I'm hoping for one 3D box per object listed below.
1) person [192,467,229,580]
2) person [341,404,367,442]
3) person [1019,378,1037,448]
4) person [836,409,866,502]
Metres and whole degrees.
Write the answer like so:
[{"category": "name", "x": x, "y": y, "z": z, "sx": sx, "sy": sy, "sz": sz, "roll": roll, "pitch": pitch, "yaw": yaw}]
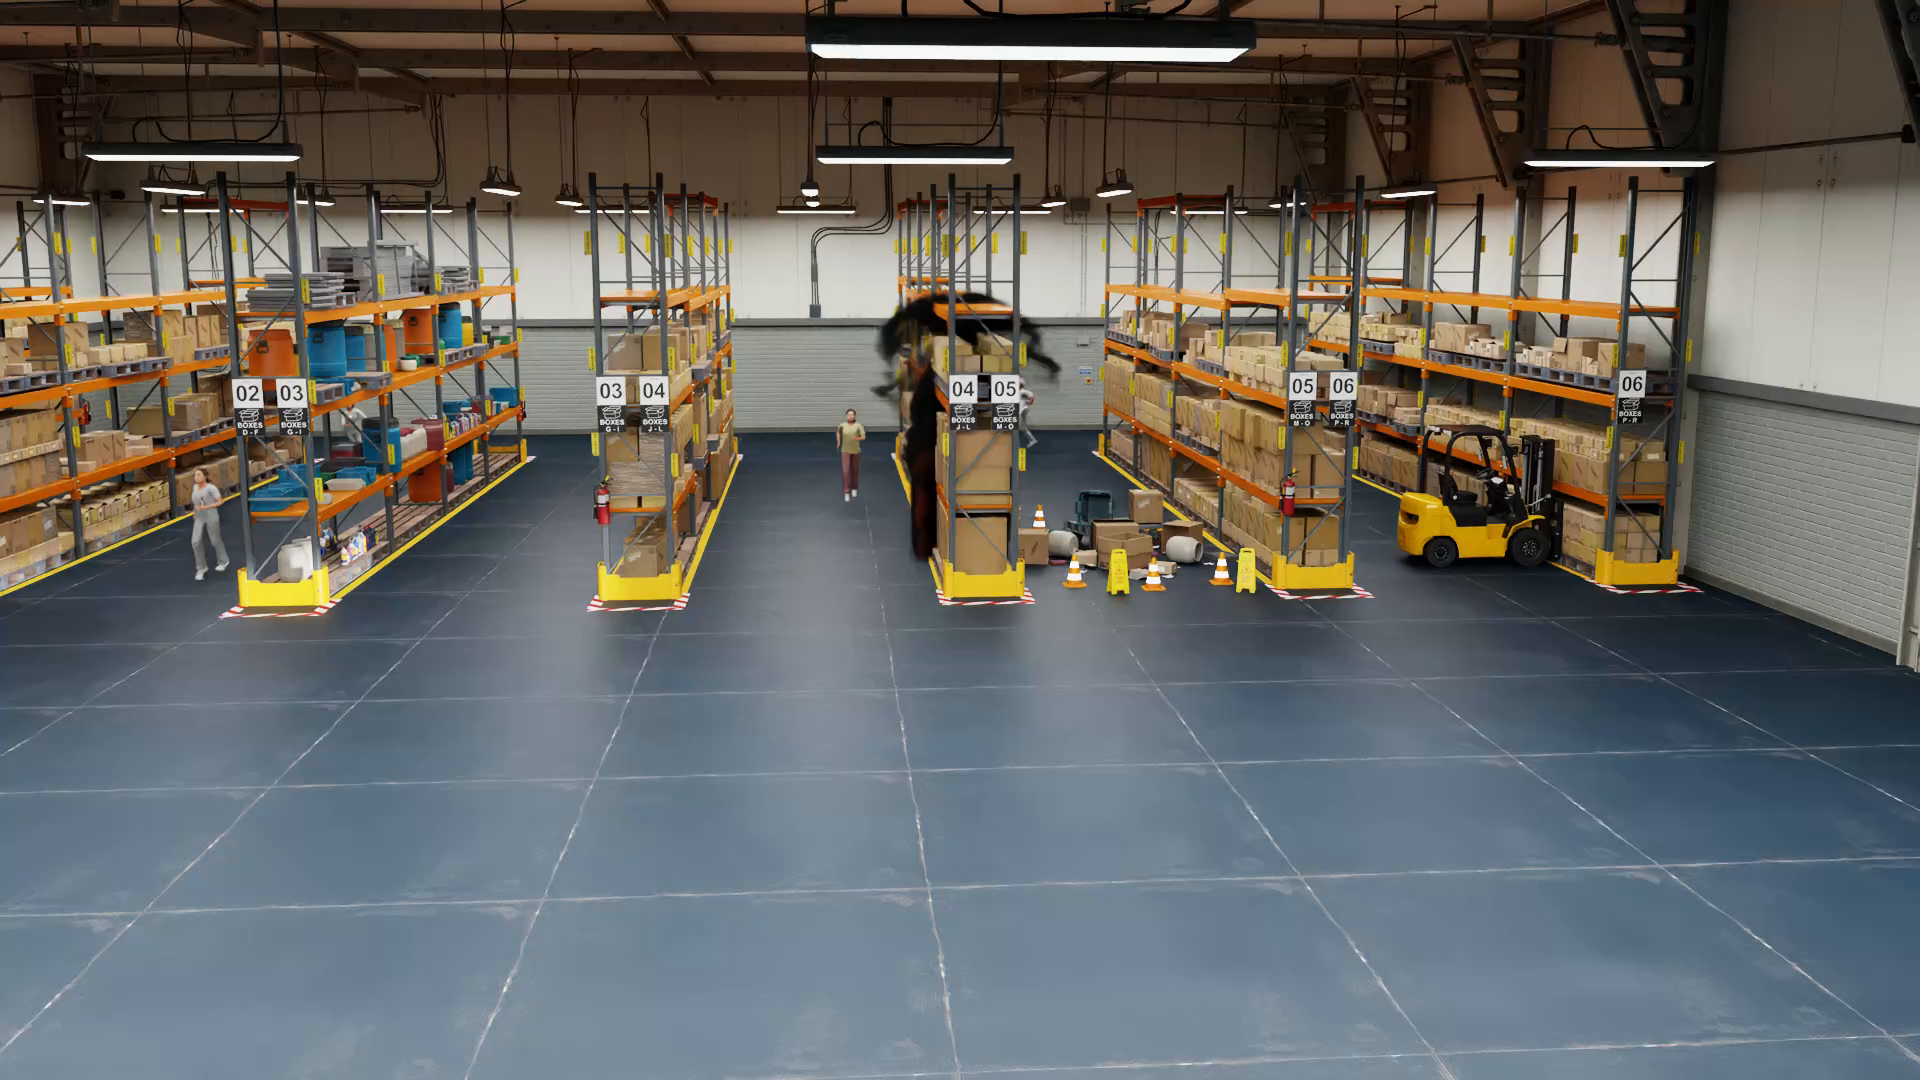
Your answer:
[{"category": "person", "x": -11.469, "y": -0.268, "z": 25.443, "sx": 0.551, "sy": 1.691, "sz": 0.766, "roll": 1, "pitch": 10, "yaw": 8}, {"category": "person", "x": -13.894, "y": -2.461, "z": 38.131, "sx": 0.535, "sy": 1.519, "sz": 0.556, "roll": -1, "pitch": 10, "yaw": -6}, {"category": "person", "x": 1.463, "y": -3.098, "z": 40.970, "sx": 0.929, "sy": 1.804, "sz": 0.676, "roll": -2, "pitch": 10, "yaw": -11}, {"category": "person", "x": -2.042, "y": -1.619, "z": 31.226, "sx": 0.564, "sy": 1.693, "sz": 0.846, "roll": 0, "pitch": 10, "yaw": -2}]
